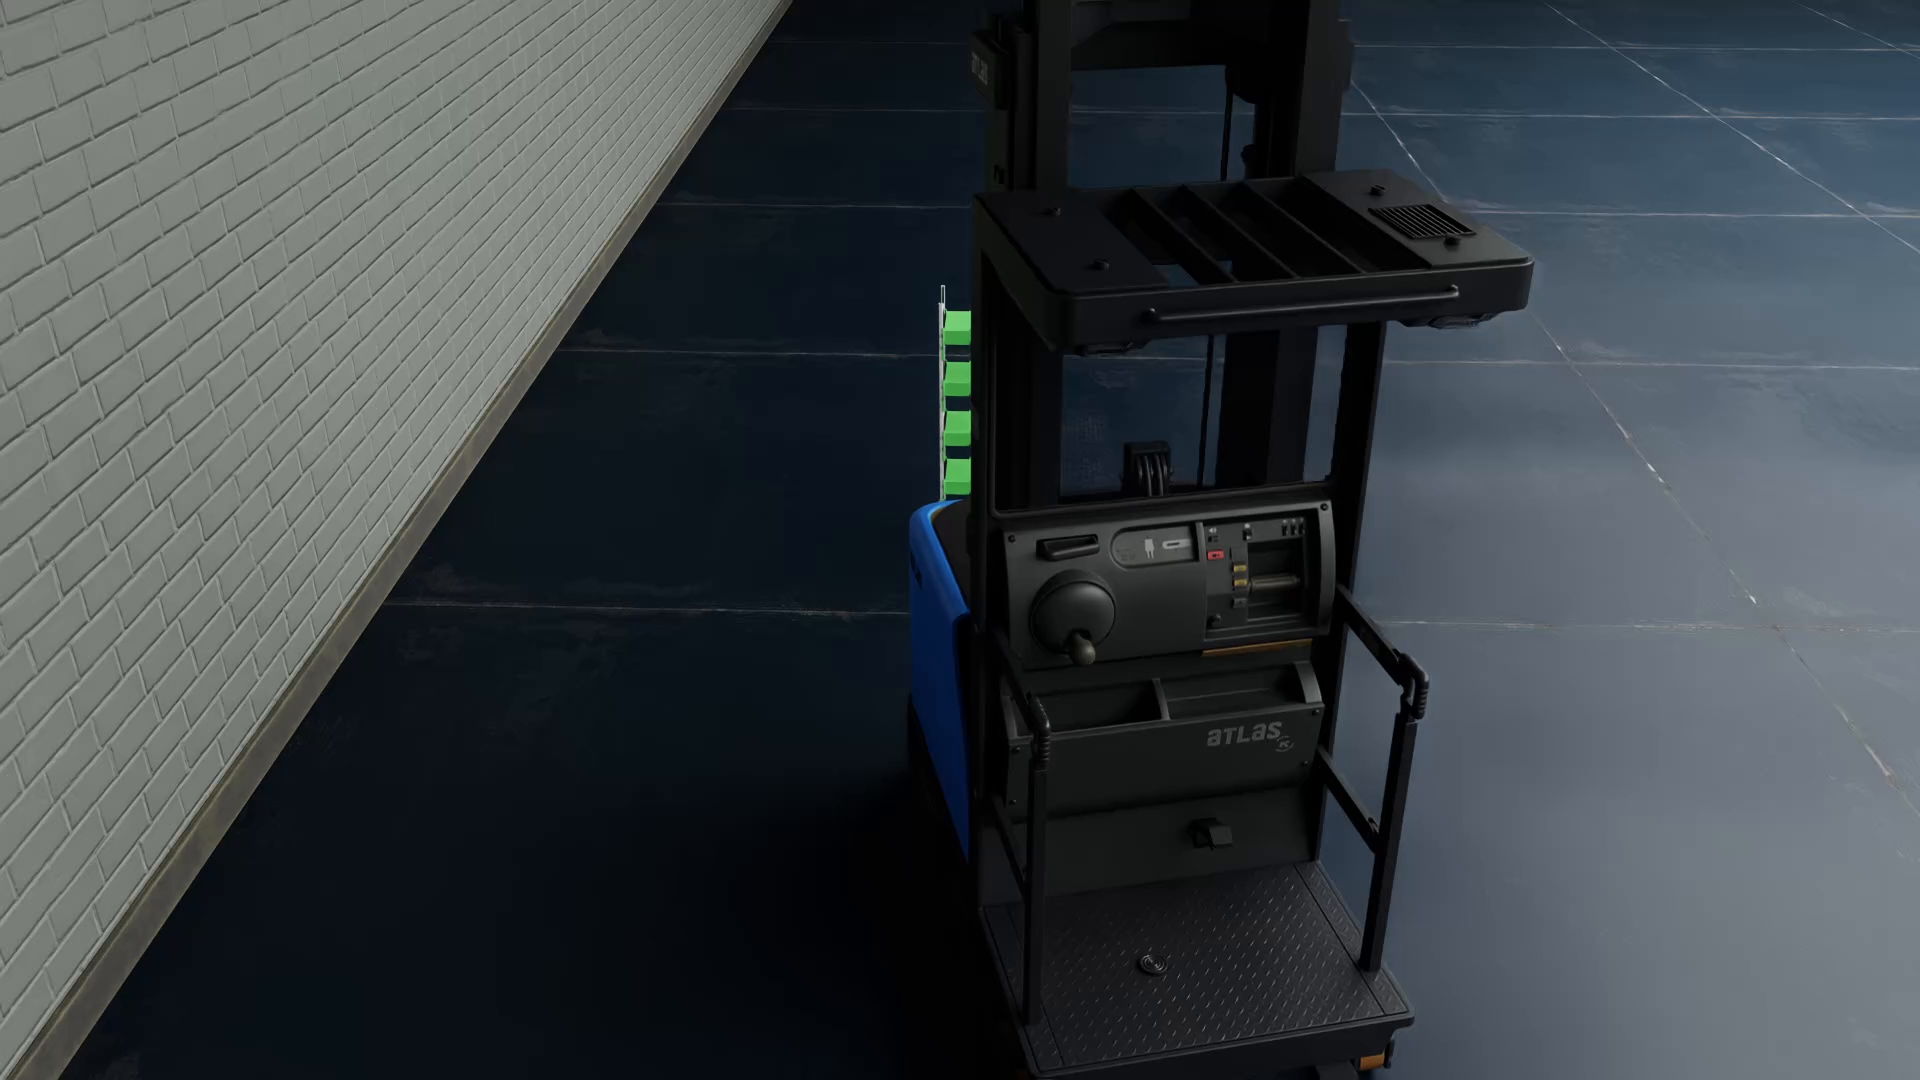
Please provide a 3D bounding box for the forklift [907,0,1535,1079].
[{"bbox_3d":[0.621,0.154,4.330,1.130,2.935,3.031,-6,28,-11],"label":"forklift"}]

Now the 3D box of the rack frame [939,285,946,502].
[{"bbox_3d":[-0.078,-0.531,7.471,0.015,1.200,0.240,1,28,2],"label":"rack frame"}]

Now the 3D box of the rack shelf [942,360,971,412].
[{"bbox_3d":[0.165,-0.683,7.381,0.480,0.148,0.258,1,28,2],"label":"rack shelf"}]

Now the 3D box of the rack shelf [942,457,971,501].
[{"bbox_3d":[0.165,-0.259,7.606,0.480,0.148,0.258,1,28,2],"label":"rack shelf"}]

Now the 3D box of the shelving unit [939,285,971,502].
[{"bbox_3d":[0.165,-0.527,7.464,0.503,1.200,0.258,1,28,2],"label":"shelving unit"}]

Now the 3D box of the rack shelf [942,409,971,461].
[{"bbox_3d":[0.165,-0.471,7.494,0.480,0.148,0.258,1,28,2],"label":"rack shelf"}]

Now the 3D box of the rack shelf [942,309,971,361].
[{"bbox_3d":[0.165,-0.895,7.269,0.480,0.148,0.258,1,28,2],"label":"rack shelf"}]
